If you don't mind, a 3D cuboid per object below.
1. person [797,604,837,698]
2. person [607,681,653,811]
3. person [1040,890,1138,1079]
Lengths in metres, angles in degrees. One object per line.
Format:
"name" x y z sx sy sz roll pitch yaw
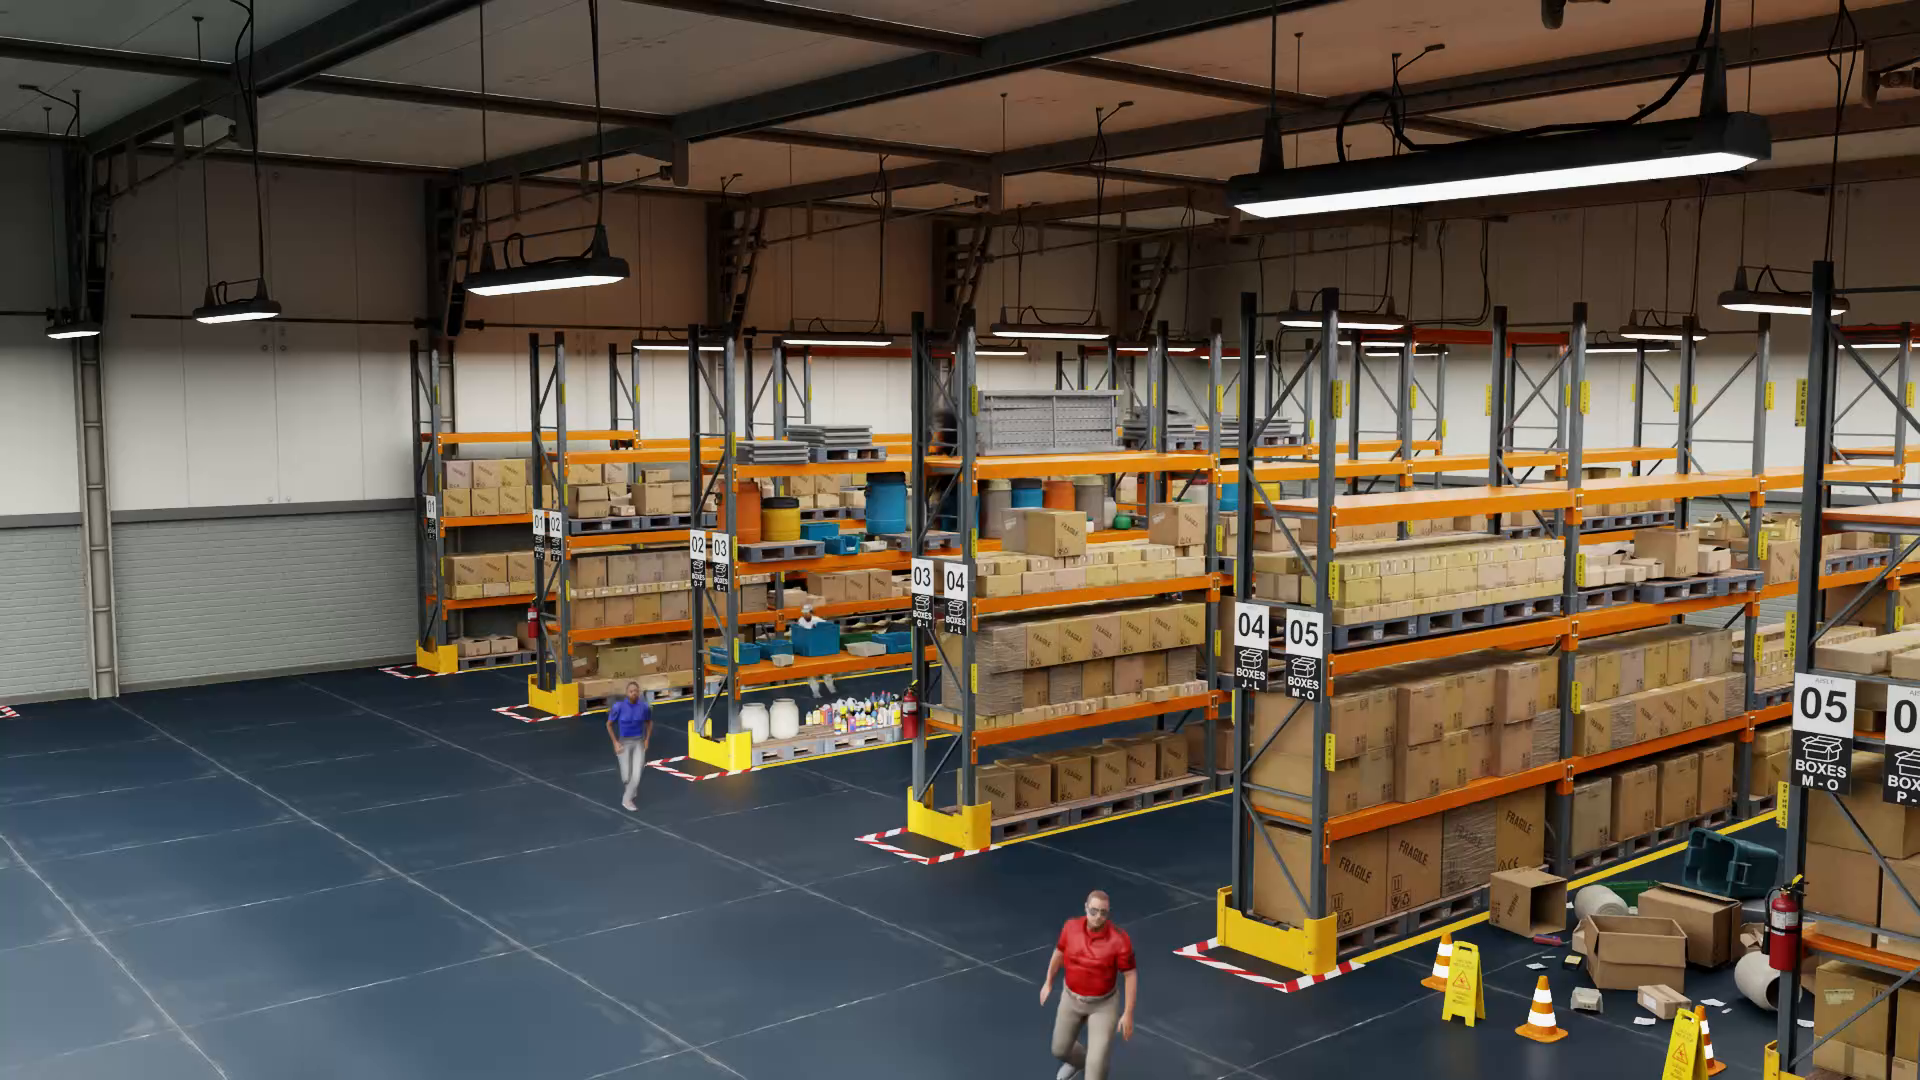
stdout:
"person" -2.409 1.831 27.658 0.608 1.599 0.795 1 5 11
"person" -4.039 2.497 20.366 0.571 1.595 0.528 -2 6 -19
"person" 0.933 3.238 11.816 0.739 1.667 0.750 2 6 18
